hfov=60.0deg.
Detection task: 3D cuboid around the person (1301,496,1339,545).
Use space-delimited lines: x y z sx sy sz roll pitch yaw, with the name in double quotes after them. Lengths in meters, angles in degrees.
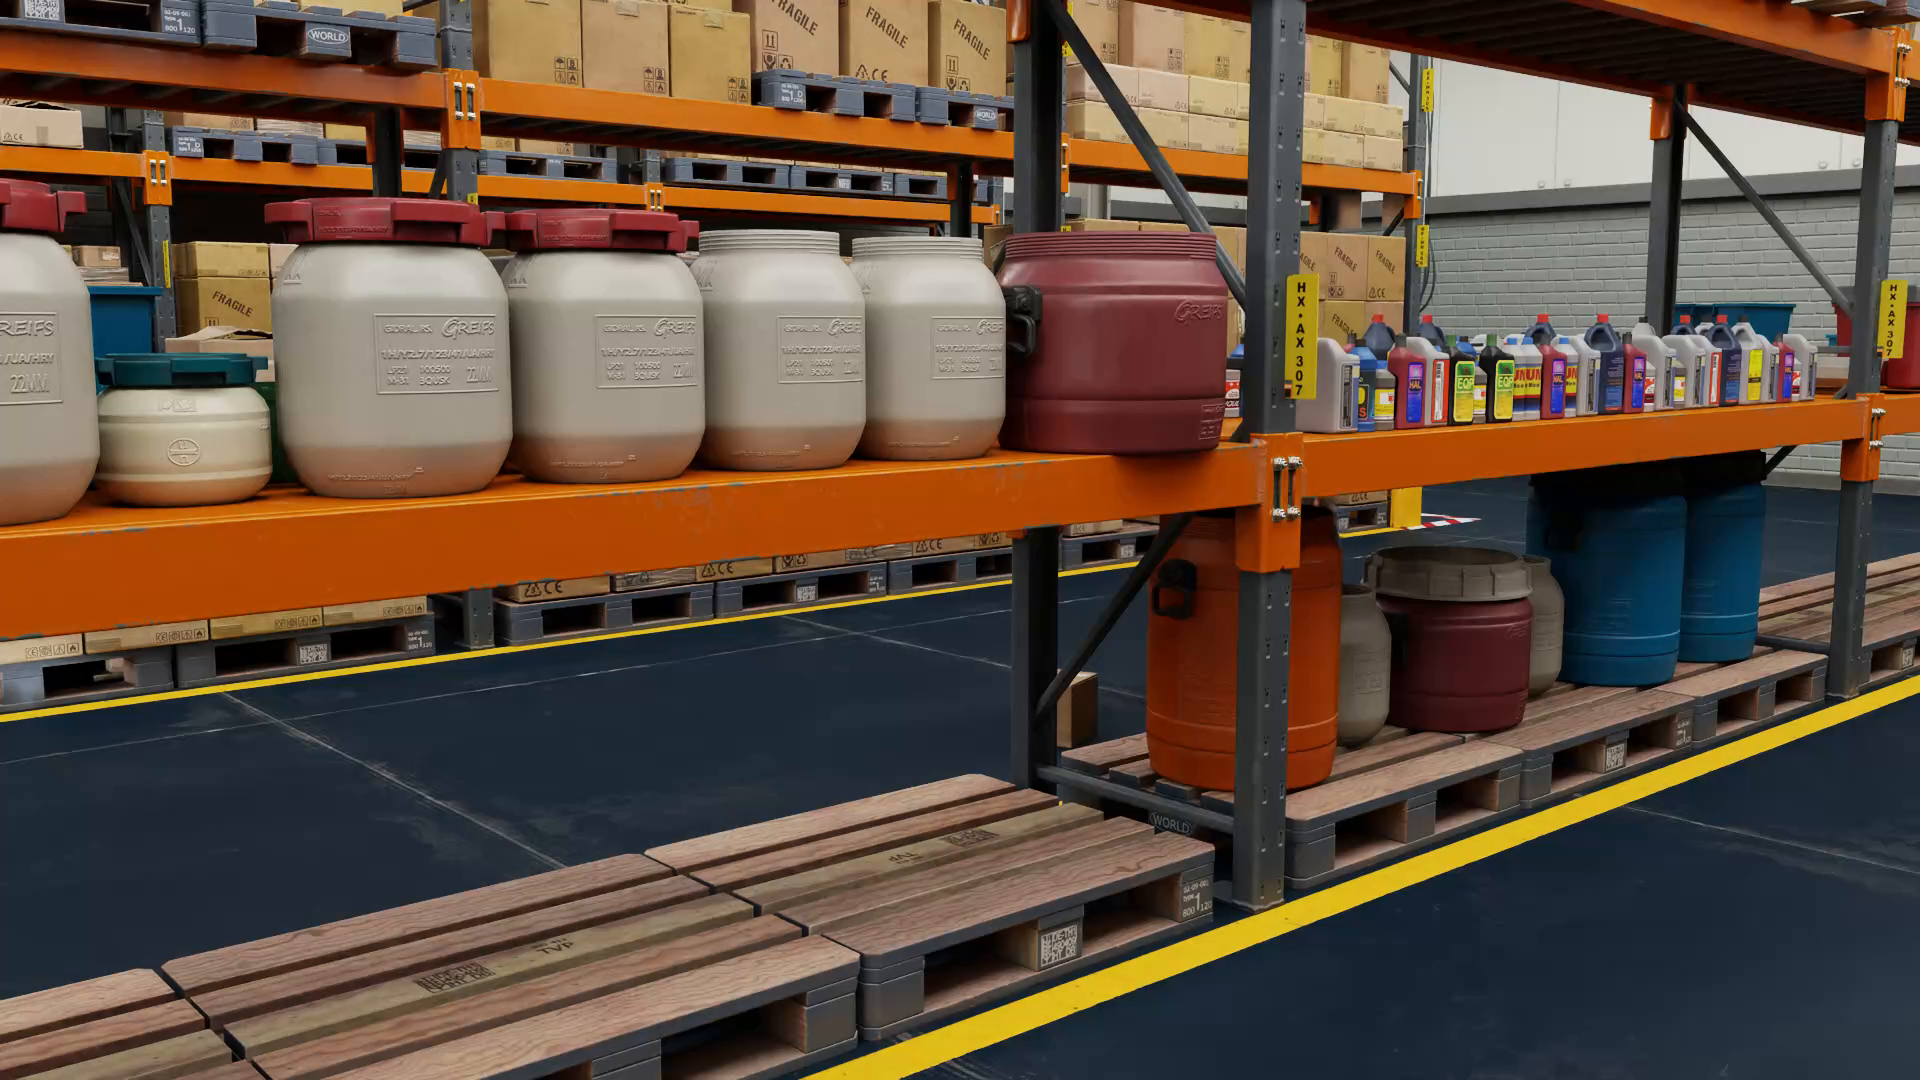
1.529 -0.306 7.883 0.537 1.759 0.516 7 10 44 "person"
